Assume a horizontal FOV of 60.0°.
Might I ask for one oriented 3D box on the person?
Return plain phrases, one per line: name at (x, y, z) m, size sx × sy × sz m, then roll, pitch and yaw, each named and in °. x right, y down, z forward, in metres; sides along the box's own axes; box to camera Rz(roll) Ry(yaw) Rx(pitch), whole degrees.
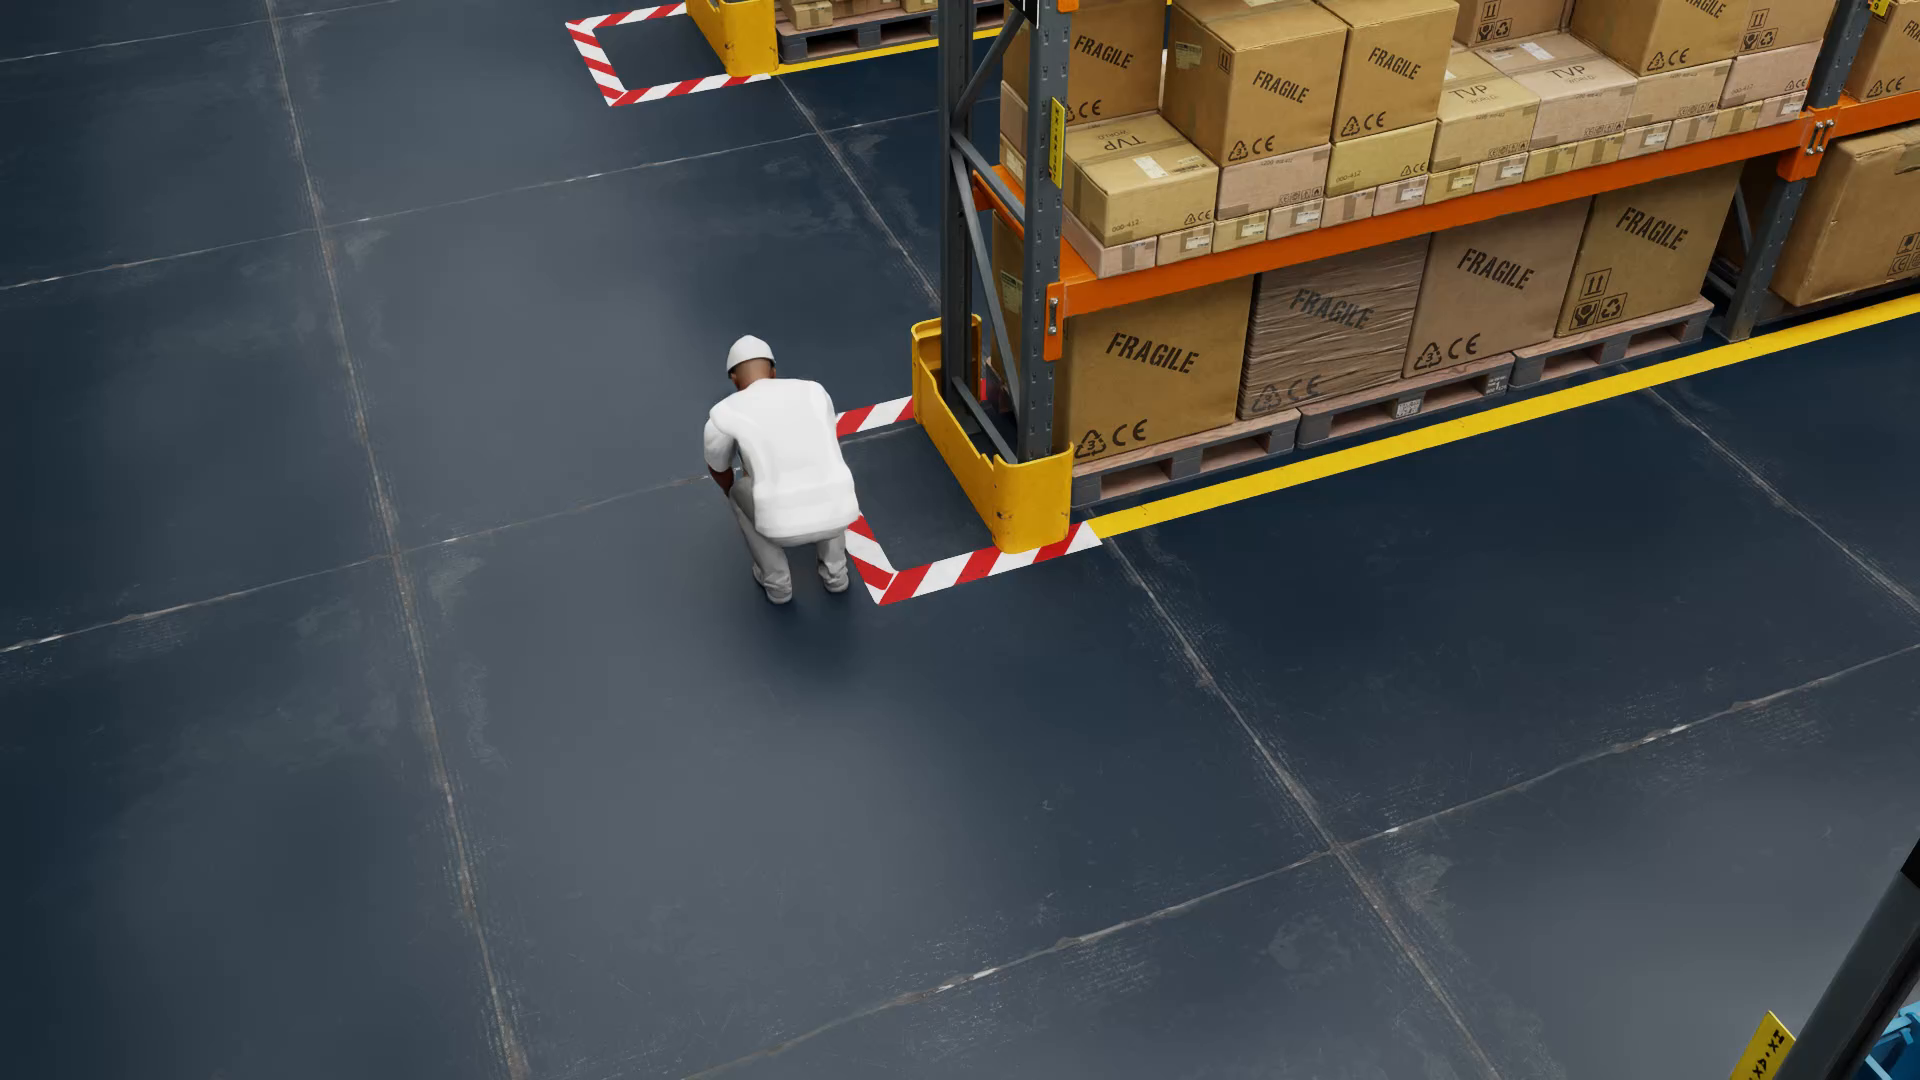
person at (-0.763, -0.273, 7.051) m, size 0.579 × 0.975 × 0.903 m, roll -11°, pitch 43°, yaw -13°
